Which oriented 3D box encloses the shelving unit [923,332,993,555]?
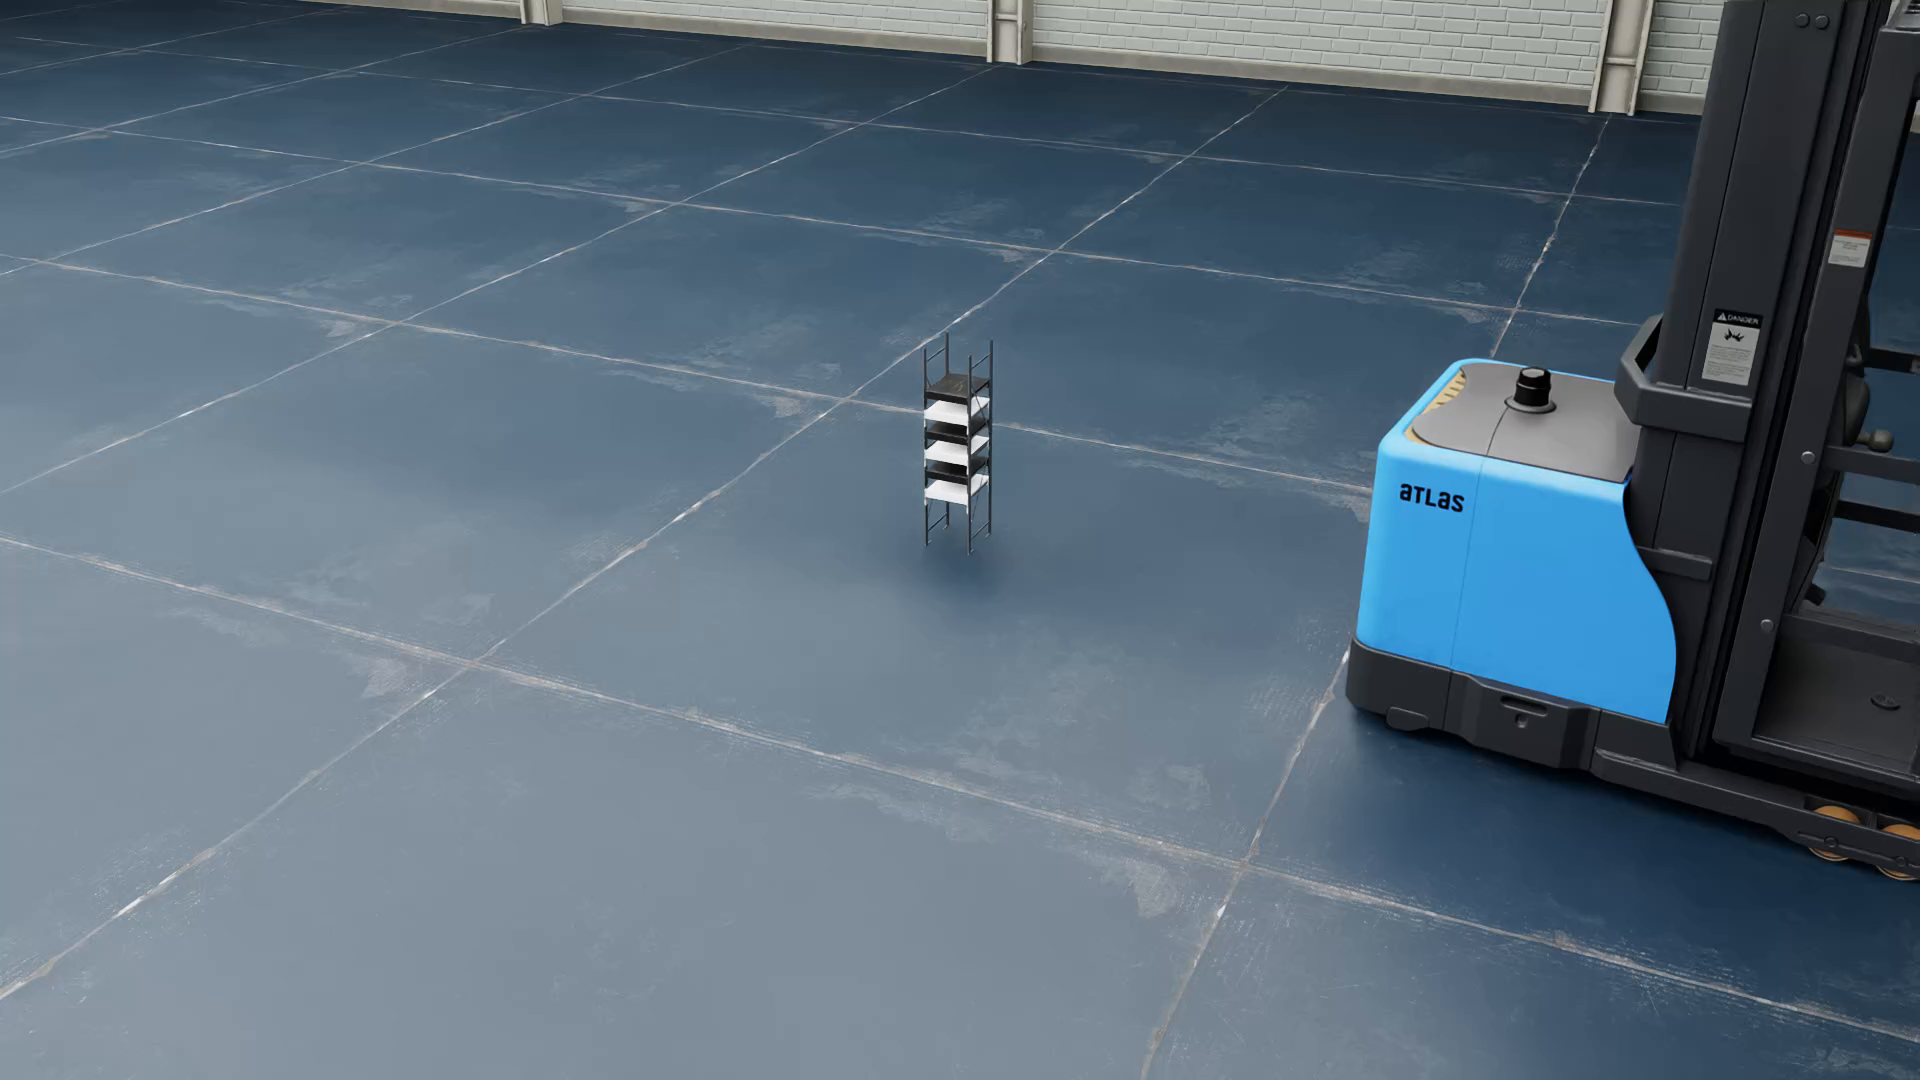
[{"bbox_3d":[-0.007,-0.405,7.054,0.210,0.900,0.258,11,28,22],"label":"shelving unit"}]

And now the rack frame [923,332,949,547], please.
[{"bbox_3d":[-0.100,-0.424,7.092,0.006,0.900,0.240,11,28,22],"label":"rack frame"}]

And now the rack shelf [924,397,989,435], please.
[{"bbox_3d":[-0.007,-0.537,6.989,0.200,0.077,0.258,11,28,22],"label":"rack shelf"}]

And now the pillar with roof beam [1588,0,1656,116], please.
[{"bbox_3d":[4.202,-6.245,9.746,0.400,9.000,9.100,11,28,22],"label":"pillar with roof beam"}]

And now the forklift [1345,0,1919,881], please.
[{"bbox_3d":[2.913,-0.536,5.020,3.031,2.935,1.130,15,30,27],"label":"forklift"}]

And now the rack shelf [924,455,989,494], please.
[{"bbox_3d":[-0.007,-0.295,7.109,0.200,0.077,0.258,11,28,22],"label":"rack shelf"}]

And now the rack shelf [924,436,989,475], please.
[{"bbox_3d":[-0.007,-0.375,7.069,0.200,0.077,0.258,11,28,22],"label":"rack shelf"}]

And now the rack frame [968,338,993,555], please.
[{"bbox_3d":[0.085,-0.387,7.017,0.006,0.900,0.240,11,28,22],"label":"rack frame"}]

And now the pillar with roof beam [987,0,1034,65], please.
[{"bbox_3d":[-1.260,-7.342,11.974,0.400,9.000,9.100,11,28,22],"label":"pillar with roof beam"}]

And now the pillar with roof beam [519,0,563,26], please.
[{"bbox_3d":[-6.722,-8.439,14.203,0.400,9.000,9.100,11,28,22],"label":"pillar with roof beam"}]

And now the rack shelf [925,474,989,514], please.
[{"bbox_3d":[-0.007,-0.214,7.148,0.200,0.077,0.258,11,28,22],"label":"rack shelf"}]

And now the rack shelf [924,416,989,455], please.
[{"bbox_3d":[-0.007,-0.456,7.029,0.200,0.077,0.258,11,28,22],"label":"rack shelf"}]

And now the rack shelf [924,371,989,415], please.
[{"bbox_3d":[-0.007,-0.618,6.950,0.200,0.077,0.258,11,28,22],"label":"rack shelf"}]
